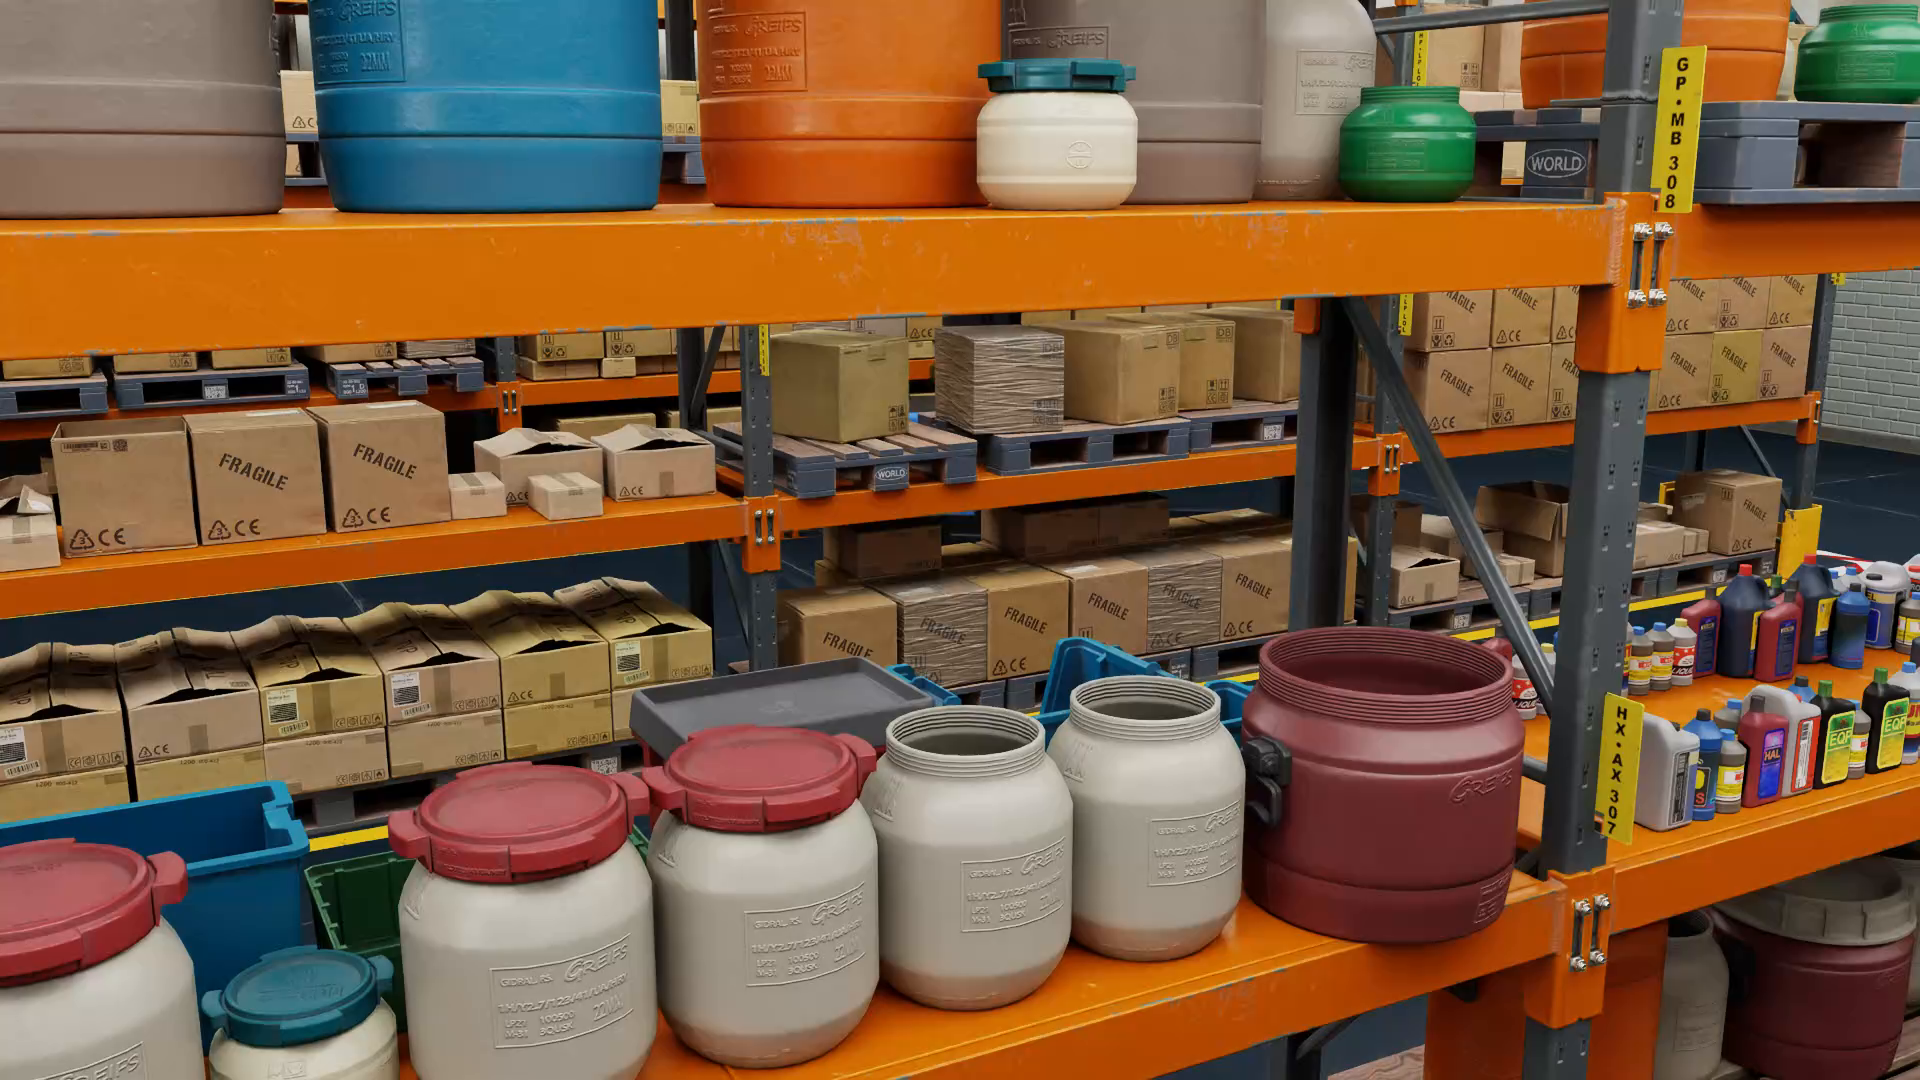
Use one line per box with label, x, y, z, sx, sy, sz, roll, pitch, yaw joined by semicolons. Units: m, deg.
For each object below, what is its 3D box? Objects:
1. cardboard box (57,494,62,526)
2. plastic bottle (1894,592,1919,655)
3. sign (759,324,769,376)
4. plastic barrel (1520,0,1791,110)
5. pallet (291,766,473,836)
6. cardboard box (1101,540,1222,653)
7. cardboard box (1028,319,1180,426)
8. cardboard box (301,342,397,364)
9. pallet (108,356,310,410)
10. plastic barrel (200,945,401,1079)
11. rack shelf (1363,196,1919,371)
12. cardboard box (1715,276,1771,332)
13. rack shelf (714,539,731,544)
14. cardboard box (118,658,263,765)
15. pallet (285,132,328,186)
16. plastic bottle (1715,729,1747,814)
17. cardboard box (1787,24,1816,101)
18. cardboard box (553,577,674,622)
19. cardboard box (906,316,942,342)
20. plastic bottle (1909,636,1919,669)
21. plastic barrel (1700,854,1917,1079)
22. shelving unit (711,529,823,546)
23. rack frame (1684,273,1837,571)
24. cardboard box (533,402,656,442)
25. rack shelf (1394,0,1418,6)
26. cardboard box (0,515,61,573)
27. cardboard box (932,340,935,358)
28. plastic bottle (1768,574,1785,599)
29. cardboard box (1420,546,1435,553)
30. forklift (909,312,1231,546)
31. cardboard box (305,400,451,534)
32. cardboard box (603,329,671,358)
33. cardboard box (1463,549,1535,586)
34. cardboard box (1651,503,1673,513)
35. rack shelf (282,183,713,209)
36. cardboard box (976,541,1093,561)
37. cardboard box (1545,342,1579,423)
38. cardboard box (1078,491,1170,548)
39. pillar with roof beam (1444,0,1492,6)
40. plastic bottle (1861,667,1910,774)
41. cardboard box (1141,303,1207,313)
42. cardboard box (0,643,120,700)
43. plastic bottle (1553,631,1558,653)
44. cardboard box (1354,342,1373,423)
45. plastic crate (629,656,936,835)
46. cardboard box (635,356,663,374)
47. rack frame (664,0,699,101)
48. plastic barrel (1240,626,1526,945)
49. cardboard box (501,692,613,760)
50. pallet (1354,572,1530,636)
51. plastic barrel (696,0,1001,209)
cardboard box;-6.009;-0.149;11.633;0.500;0.500;0.700;-7;15;-29
plastic bottle;3.163;0.274;5.512;0.097;0.201;0.097;0;13;0
sign;-0.920;-0.934;7.792;0.005;0.325;0.100;-7;14;-28
plastic barrel;1.681;-1.458;3.990;0.708;0.830;0.600;-7;14;-28
pallet;-3.000;1.091;7.781;1.213;0.211;1.003;-7;14;-28
cardboard box;1.148;0.318;9.555;0.500;0.500;0.500;-7;14;-27
cardboard box;0.801;-0.953;9.327;0.500;0.500;0.700;-12;17;-42
cardboard box;-4.451;-1.578;12.061;0.500;0.500;0.700;-8;15;-33
pallet;-5.284;-1.121;11.694;1.213;0.211;1.003;-7;14;-28
plastic barrel;-1.095;0.857;2.782;0.301;0.262;0.301;0;13;0
rack shelf;2.936;-0.844;4.834;4.000;0.370;1.077;-7;14;-28
cardboard box;5.131;-1.701;11.332;0.500;0.500;0.500;-6;14;-26
rack shelf;-1.876;-0.078;13.015;0.103;0.180;0.258;-5;14;-21
cardboard box;-3.322;0.706;7.170;0.500;0.311;0.500;-7;15;-30
pallet;-2.722;-1.641;7.165;1.213;0.211;1.003;-6;14;-25
plastic bottle;1.916;0.575;4.173;0.097;0.201;0.097;0;13;0
cardboard box;5.390;-3.261;11.429;0.500;0.500;0.700;-7;14;-28
cardboard box;-1.790;0.385;8.594;0.500;0.311;0.500;-6;14;-26
cardboard box;-0.339;-1.958;14.026;0.500;0.500;0.500;-7;15;-29
plastic bottle;2.884;0.343;4.868;0.185;0.351;0.144;-7;14;-28
plastic barrel;2.593;1.277;5.140;0.708;0.588;0.600;-7;14;-28
shelving unit;-1.583;-0.104;13.130;1.200;0.189;0.258;-5;14;-21
rack frame;5.833;-1.318;12.133;0.127;3.000;1.000;-7;14;-28
cardboard box;-2.858;-0.639;13.055;0.750;0.750;0.750;-7;14;-29
rack shelf;0.566;-3.067;8.792;4.000;0.370;1.077;-7;14;-28
cardboard box;-3.824;0.013;6.790;0.250;0.149;0.380;-7;14;-28
cardboard box;-0.216;-1.648;14.128;0.250;0.149;0.380;-7;14;-27
plastic bottle;2.614;0.257;5.400;0.133;0.283;0.061;-7;14;-28
cardboard box;2.986;0.114;11.264;0.250;0.149;0.380;-7;14;-28
forklift;0.620;-1.413;12.712;3.031;2.935;1.130;2;13;7
cardboard box;-2.654;-0.345;7.584;0.500;0.500;0.500;-8;15;-31
cardboard box;-2.553;-1.689;12.832;0.500;0.500;0.500;-6;14;-26
cardboard box;3.548;0.175;10.950;0.250;0.166;0.380;-7;14;-28
cardboard box;5.301;-0.164;12.496;0.250;0.149;0.380;-7;14;-28
rack shelf;-2.945;-1.378;7.208;4.000;0.370;1.077;-7;14;-28
cardboard box;0.431;0.274;9.750;0.500;0.500;0.500;-7;15;-30
cardboard box;3.788;-1.054;10.731;0.500;0.500;0.500;-7;14;-28
cardboard box;0.903;-0.149;9.922;0.500;0.250;0.500;-7;14;-28
pillar with roof beam;7.474;-4.820;14.031;0.400;9.000;9.100;-7;14;-28
plastic bottle;2.464;0.474;4.436;0.133;0.283;0.061;-7;14;-28
cardboard box;1.706;-2.206;15.395;0.700;0.700;0.980;-8;15;-31
cardboard box;-4.028;0.654;7.401;0.500;0.311;0.500;-6;14;-26
plastic bottle;1.815;0.363;4.955;0.097;0.271;0.097;0;13;0
cardboard box;2.638;-1.048;10.705;0.500;0.500;0.500;-7;14;-27
plastic crate;-0.384;0.559;3.649;0.583;0.464;0.402;-7;14;-28
cardboard box;-2.505;-1.394;12.999;0.250;0.149;0.380;-7;14;-28
rack frame;-1.189;-3.403;7.734;0.127;3.000;1.000;-7;14;-28
plastic barrel;0.919;0.520;3.658;0.708;0.536;0.600;-7;14;-28
cardboard box;-1.985;0.818;7.950;0.500;0.250;0.500;-7;14;-29
pallet;2.925;0.391;10.889;1.213;0.211;1.003;-7;14;-28
plastic barrel;-0.218;-1.081;3.269;0.708;0.830;0.600;-7;14;-28
